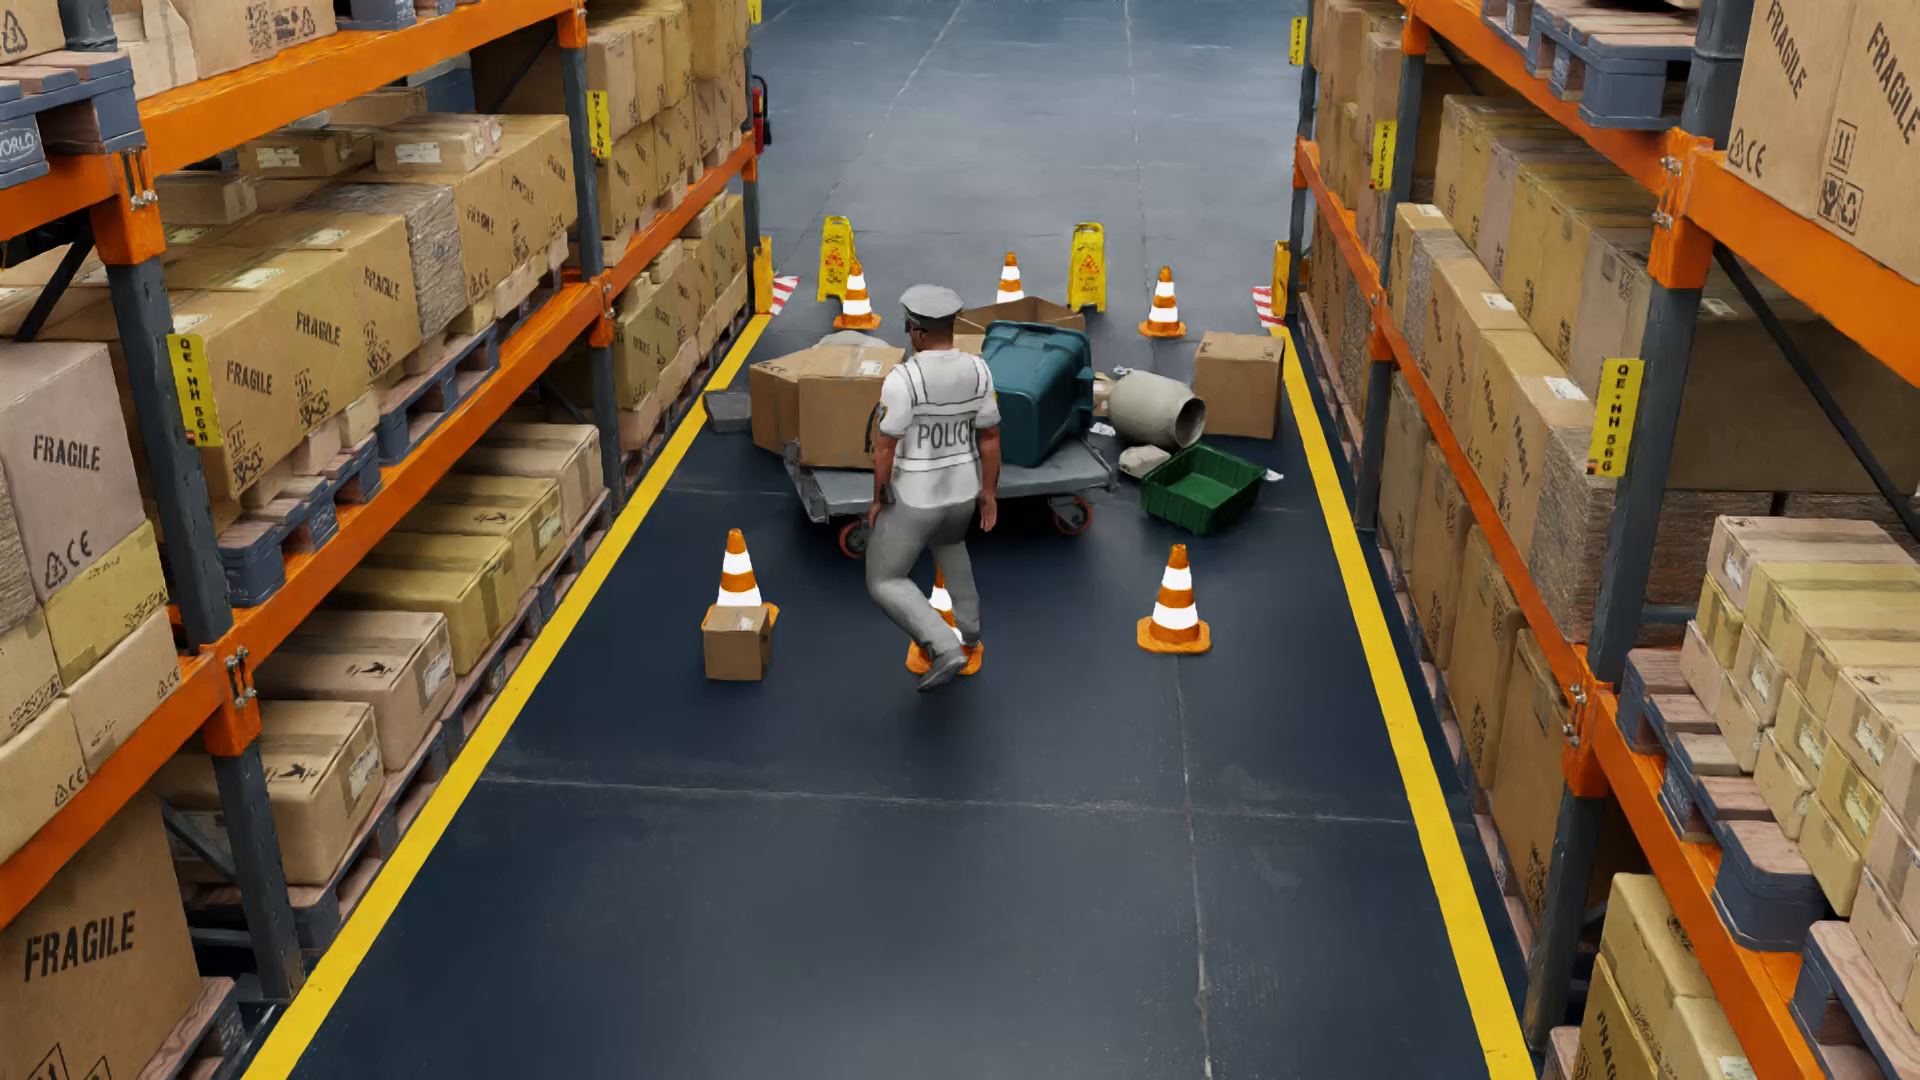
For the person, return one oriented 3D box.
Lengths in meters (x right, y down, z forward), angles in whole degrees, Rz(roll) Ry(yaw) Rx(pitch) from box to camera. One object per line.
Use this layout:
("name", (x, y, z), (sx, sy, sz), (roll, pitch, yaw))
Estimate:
("person", (-0.059, -0.212, 6.977), (0.664, 1.711, 0.664), (-18, 30, -34))
